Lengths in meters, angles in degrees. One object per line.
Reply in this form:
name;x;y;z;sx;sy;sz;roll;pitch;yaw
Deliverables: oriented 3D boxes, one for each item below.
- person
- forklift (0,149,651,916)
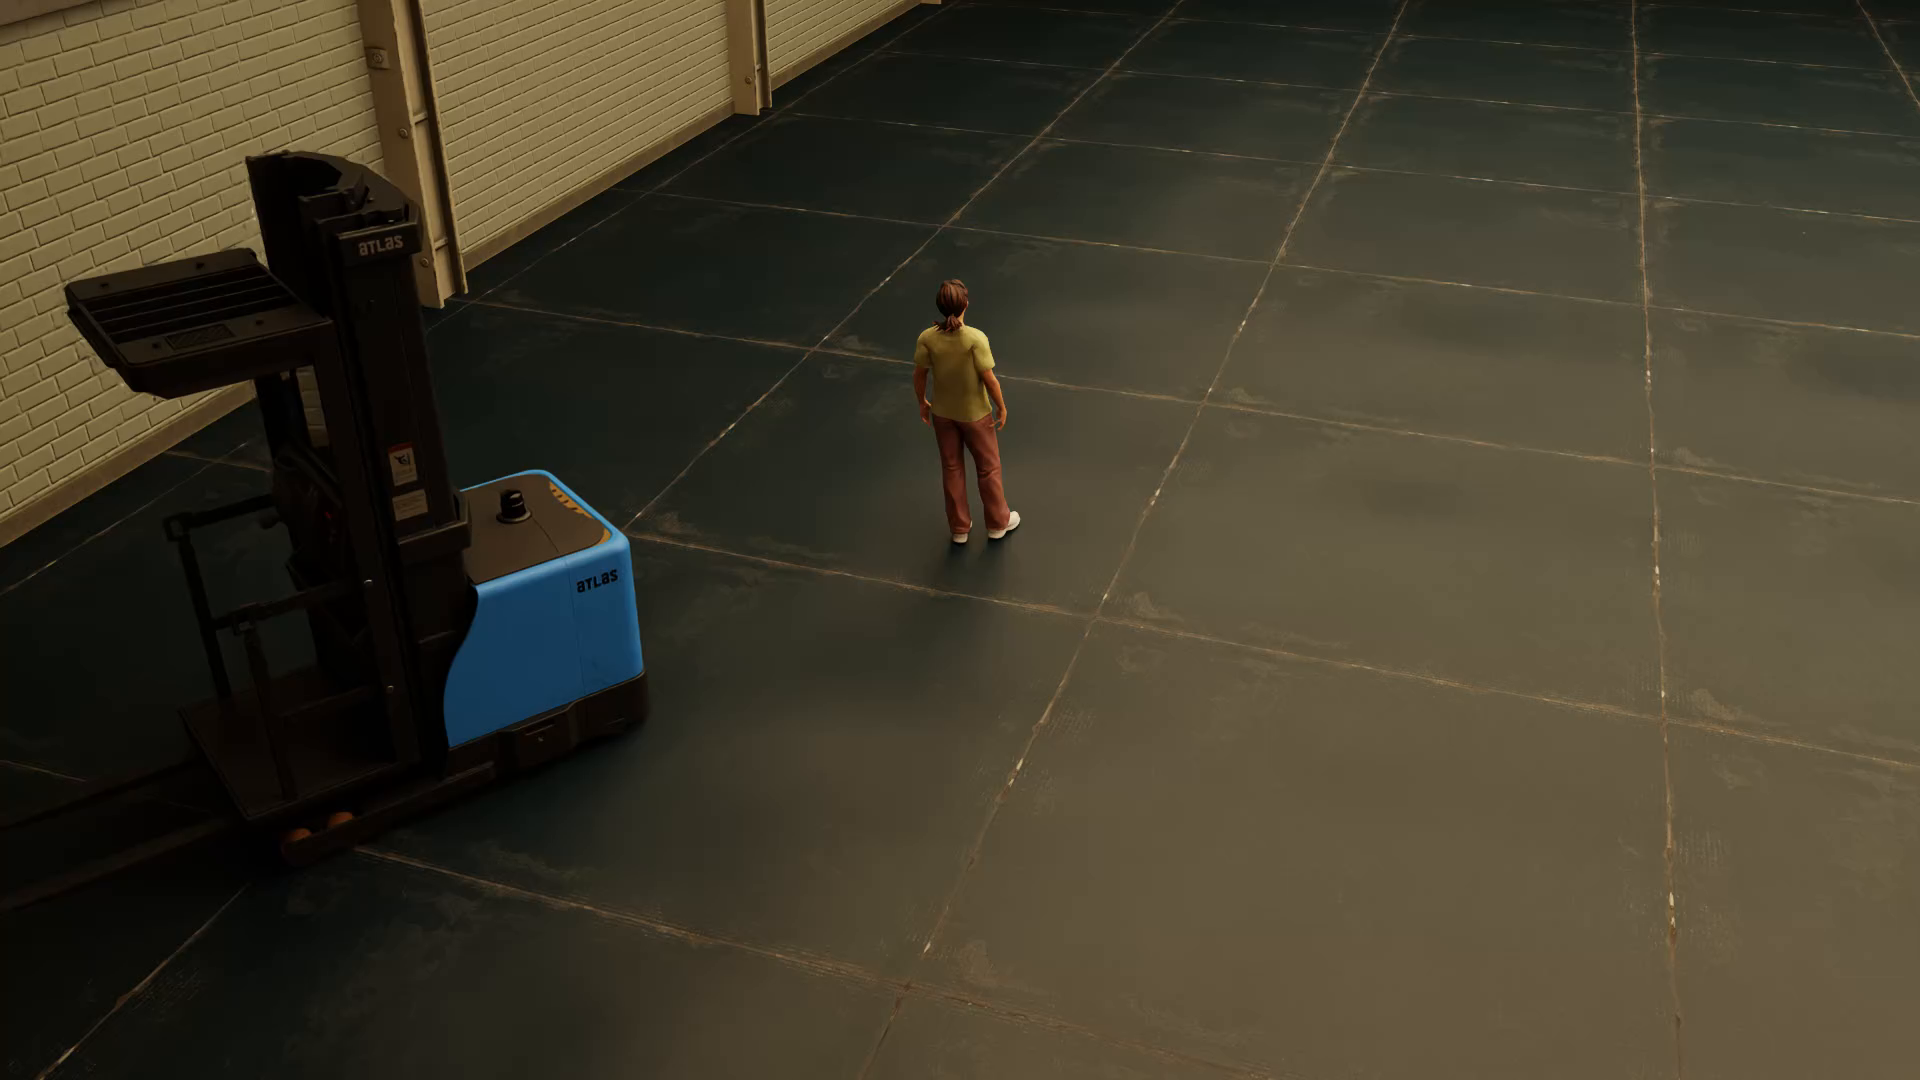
person;0.034;-0.767;9.735;0.555;1.675;0.549;10;31;16
forklift;-3.053;-0.097;7.306;3.031;2.935;1.130;-21;36;-32
